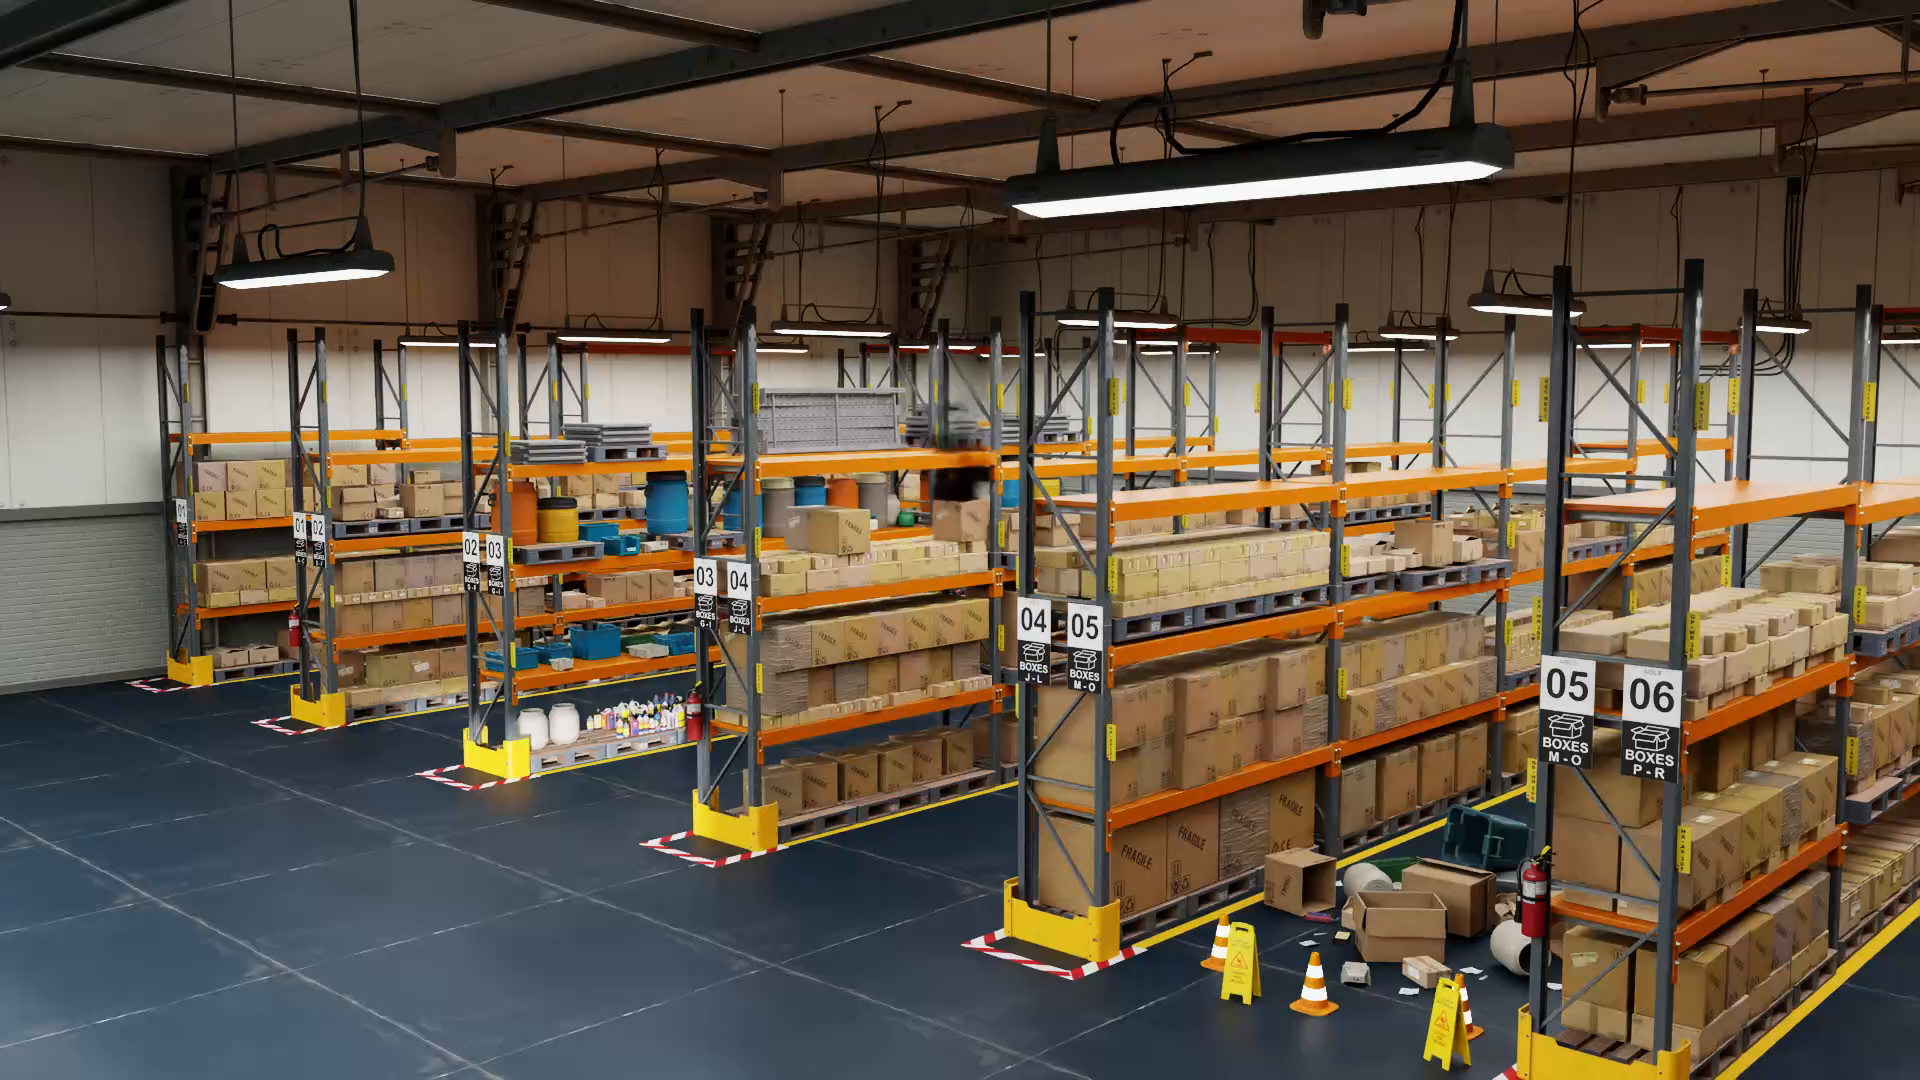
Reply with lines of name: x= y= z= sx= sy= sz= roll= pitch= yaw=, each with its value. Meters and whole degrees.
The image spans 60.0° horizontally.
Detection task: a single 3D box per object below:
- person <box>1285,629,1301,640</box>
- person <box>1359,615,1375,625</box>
person: x=4.761 y=2.037 z=23.984 sx=0.669 sy=1.737 sz=0.589 roll=4 pitch=7 yaw=39
person: x=6.160 y=1.953 z=25.331 sx=0.621 sy=1.661 sz=0.580 roll=4 pitch=7 yaw=38
